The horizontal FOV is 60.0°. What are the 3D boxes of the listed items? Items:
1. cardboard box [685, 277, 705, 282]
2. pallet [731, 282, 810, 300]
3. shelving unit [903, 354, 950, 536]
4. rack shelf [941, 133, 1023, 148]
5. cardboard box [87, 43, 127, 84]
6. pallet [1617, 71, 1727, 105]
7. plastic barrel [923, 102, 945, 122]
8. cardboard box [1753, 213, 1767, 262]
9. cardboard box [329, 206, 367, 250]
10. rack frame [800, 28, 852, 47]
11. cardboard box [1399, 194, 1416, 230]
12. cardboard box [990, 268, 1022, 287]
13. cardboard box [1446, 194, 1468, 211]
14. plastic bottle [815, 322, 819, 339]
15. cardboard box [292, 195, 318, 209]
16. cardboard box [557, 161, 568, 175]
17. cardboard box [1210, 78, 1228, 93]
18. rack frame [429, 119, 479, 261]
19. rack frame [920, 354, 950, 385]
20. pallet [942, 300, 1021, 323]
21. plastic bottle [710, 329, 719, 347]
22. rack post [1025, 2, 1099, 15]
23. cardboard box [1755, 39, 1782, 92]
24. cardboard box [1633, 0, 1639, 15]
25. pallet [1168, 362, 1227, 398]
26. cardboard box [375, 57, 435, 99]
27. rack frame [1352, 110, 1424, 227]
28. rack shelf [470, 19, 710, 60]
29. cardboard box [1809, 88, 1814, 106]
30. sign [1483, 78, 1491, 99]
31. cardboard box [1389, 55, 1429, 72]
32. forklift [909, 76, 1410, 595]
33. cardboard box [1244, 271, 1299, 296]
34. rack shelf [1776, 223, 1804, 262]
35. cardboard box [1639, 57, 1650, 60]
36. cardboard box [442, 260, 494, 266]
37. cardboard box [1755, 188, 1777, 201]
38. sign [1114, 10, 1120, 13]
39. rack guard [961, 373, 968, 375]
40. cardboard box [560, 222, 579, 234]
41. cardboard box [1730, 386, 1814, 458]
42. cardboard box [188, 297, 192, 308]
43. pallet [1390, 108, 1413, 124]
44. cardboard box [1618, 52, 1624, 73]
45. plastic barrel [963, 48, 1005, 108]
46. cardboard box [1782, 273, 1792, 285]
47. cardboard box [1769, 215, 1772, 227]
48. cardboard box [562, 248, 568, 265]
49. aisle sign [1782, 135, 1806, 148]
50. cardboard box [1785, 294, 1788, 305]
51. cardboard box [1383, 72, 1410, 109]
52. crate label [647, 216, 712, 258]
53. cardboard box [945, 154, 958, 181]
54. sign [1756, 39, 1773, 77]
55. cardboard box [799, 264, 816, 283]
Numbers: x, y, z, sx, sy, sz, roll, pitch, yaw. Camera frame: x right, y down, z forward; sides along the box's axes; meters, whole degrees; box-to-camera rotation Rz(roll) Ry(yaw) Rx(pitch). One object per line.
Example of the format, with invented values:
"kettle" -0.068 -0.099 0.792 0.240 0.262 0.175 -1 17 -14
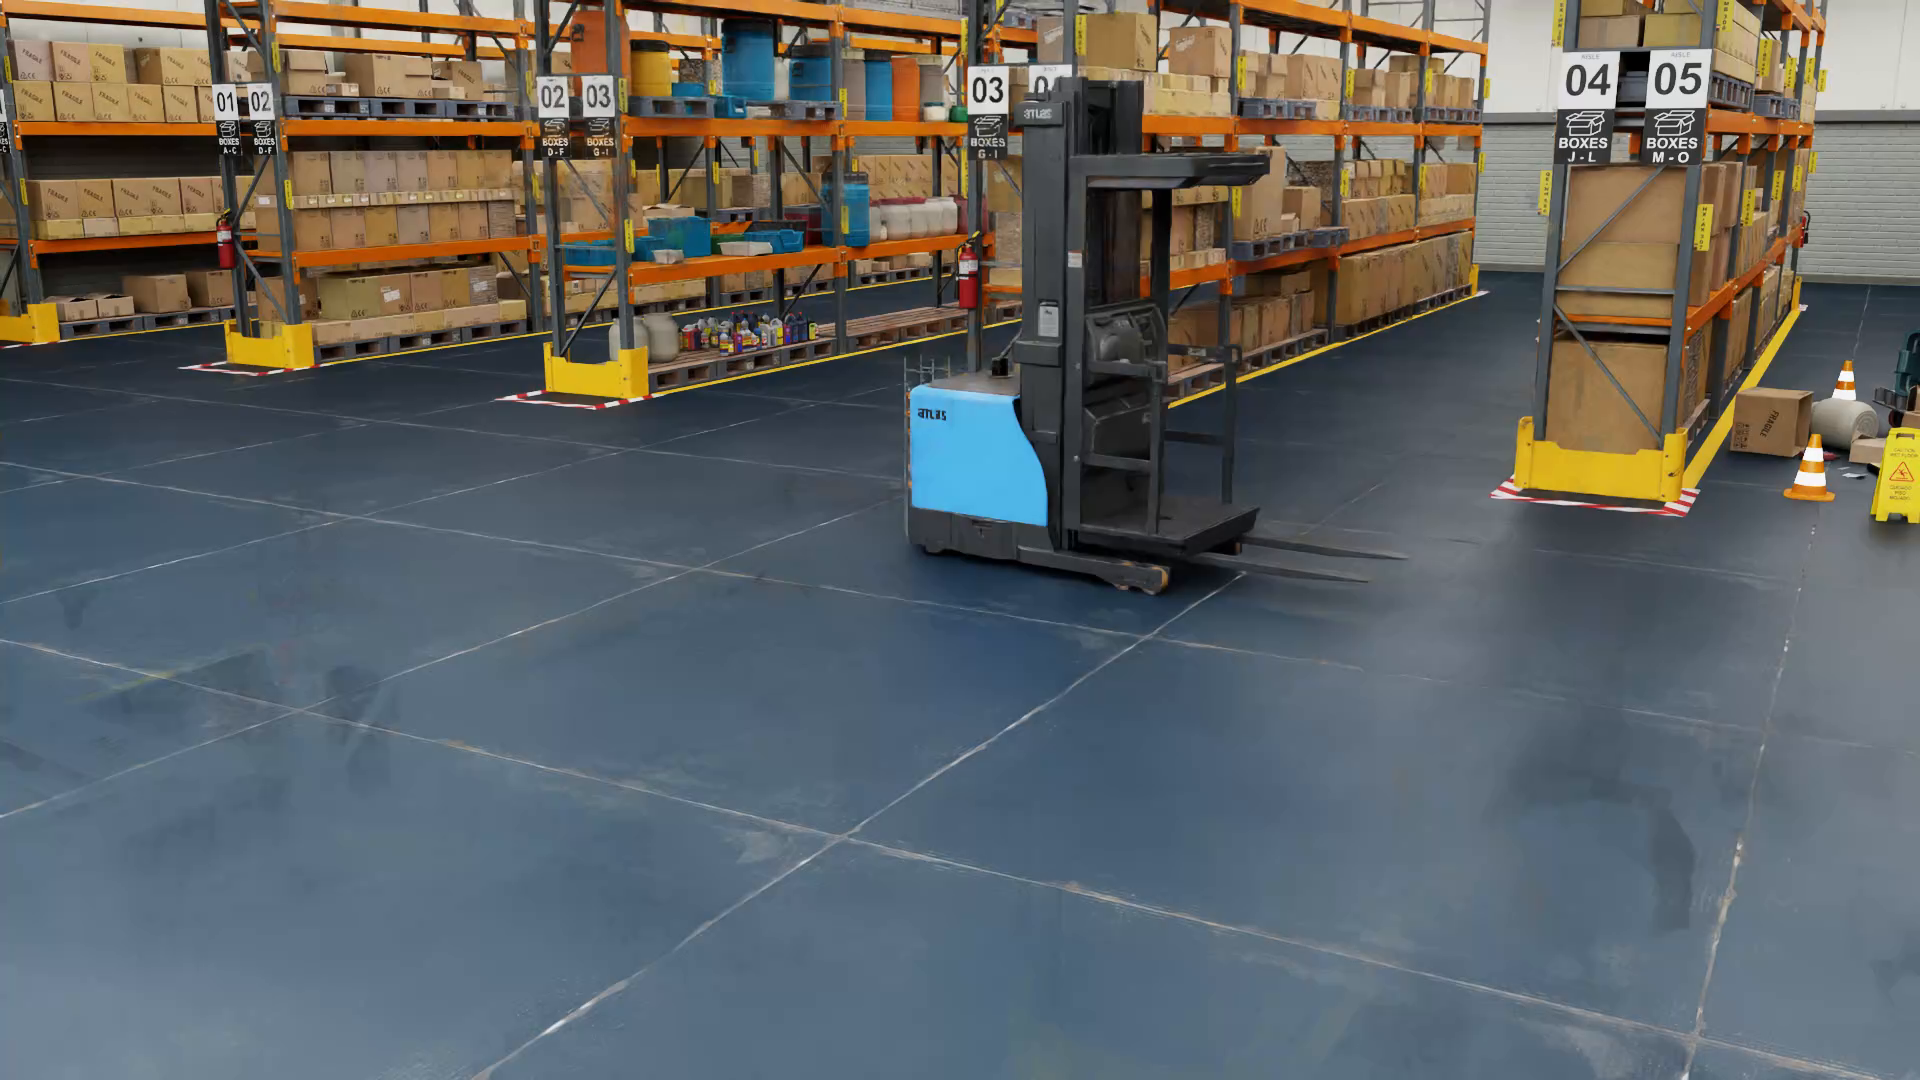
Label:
"cardboard box" -4.306 -4.190 25.787 0.500 0.311 0.500 8 16 30
"pallet" -3.283 -4.228 28.120 1.003 0.211 1.213 7 15 28
"shelving unit" -0.217 -0.616 11.028 0.258 1.200 0.189 9 16 33
"rack shelf" 1.033 -6.142 25.245 1.077 0.370 4.000 7 15 28
"cardboard box" -11.550 -6.362 22.234 0.500 0.500 0.500 8 16 30
"pallet" 5.177 -3.407 12.553 1.003 0.211 1.213 7 15 28
"plastic barrel" -0.344 -5.727 22.283 0.301 0.262 0.301 0 14 0
"cardboard box" 8.470 -3.303 18.121 0.500 0.500 0.500 7 15 28
"cardboard box" -7.649 -3.795 20.162 0.700 0.500 0.500 8 16 29
"rack frame" -2.334 -8.922 28.842 1.000 3.000 0.127 7 15 28
"cardboard box" 6.349 -4.804 24.349 0.500 0.500 0.500 7 15 28
"cardboard box" 0.492 -2.381 15.044 0.380 0.149 0.250 7 15 28
"cardboard box" 8.022 -5.542 27.305 0.500 0.250 0.500 7 15 27
"plastic bottle" -1.770 -2.546 20.228 0.097 0.201 0.097 0 14 0
"cardboard box" -7.757 -3.964 19.478 0.380 0.149 0.250 7 15 28
"cardboard box" -7.422 -6.696 29.917 0.500 0.250 0.500 7 15 27
"cardboard box" 2.564 -4.721 17.286 0.380 0.149 0.250 8 16 30
"rack frame" -8.606 -5.746 28.466 1.000 3.000 0.127 7 15 28
"rack frame" -0.166 -0.634 11.102 0.240 1.200 0.006 9 16 33
"pallet" 0.411 -3.434 24.828 1.003 0.211 1.213 7 15 28
"plastic bottle" -2.881 -2.369 19.491 0.097 0.201 0.097 0 14 0
"rack post" 1.565 -8.154 25.818 0.937 0.300 0.954 7 15 27
"cardboard box" 8.100 -4.851 17.031 0.500 0.500 0.500 7 15 28
"cardboard box" 4.940 -4.026 12.657 0.380 0.149 0.250 8 16 29
"pallet" 2.175 -1.744 17.817 1.003 0.211 1.213 7 15 28
"cardboard box" -7.108 -5.822 20.966 0.797 0.503 0.637 9 16 34
"rack frame" 6.336 -4.883 24.887 1.000 3.000 0.127 7 15 28
"rack shelf" -5.235 -7.147 23.868 1.077 0.370 4.000 7 15 28
"cardboard box" 12.067 -6.416 24.099 0.500 0.250 0.500 8 16 29
"sign" 8.738 -7.489 27.578 0.100 0.325 0.005 7 15 28
"cardboard box" 6.796 -7.199 25.172 0.500 0.250 0.500 6 15 24
"forklift" 1.179 -1.246 9.946 3.031 2.935 1.130 9 16 33
"cardboard box" 3.857 -3.175 20.596 0.500 0.250 0.500 9 16 34
"rack shelf" 11.596 -4.361 24.256 1.077 0.370 4.000 7 15 28
"cardboard box" 5.306 -3.958 13.228 0.500 0.250 0.500 7 15 28
"cardboard box" -6.700 -3.537 22.675 0.500 0.500 0.500 7 15 28
"cardboard box" 10.477 -4.512 21.718 0.380 0.149 0.250 7 15 26
"sign" 2.481 -8.196 26.276 0.100 0.325 0.005 7 15 28
"rack guard" 0.572 -1.221 15.032 1.175 0.500 0.348 7 15 28
"cardboard box" -5.594 -4.401 23.425 0.380 0.149 0.250 7 15 28
"cardboard box" 6.909 -1.010 14.151 0.500 0.500 0.500 11 17 38
"cardboard box" -11.330 -3.427 23.993 0.380 0.149 0.250 6 15 24
"pallet" 5.936 -6.054 23.754 0.805 0.209 1.217 7 15 26
"cardboard box" 4.692 -3.534 12.317 0.380 0.149 0.250 7 15 28
"plastic barrel" 0.343 -6.611 23.841 0.600 0.830 0.708 7 15 28
"cardboard box" 12.081 -3.871 24.607 0.380 0.149 0.250 8 16 30
"cardboard box" 9.983 -4.011 20.909 0.380 0.149 0.250 8 16 30
"cardboard box" -7.300 -5.395 30.701 0.750 0.750 0.750 8 16 30
"aisle sign" 12.861 -6.365 25.490 0.394 0.787 0.004 7 15 28
"cardboard box" 12.076 -3.587 24.699 0.380 0.149 0.250 7 15 26
"cardboard box" 6.064 -6.474 23.976 0.700 0.500 0.500 8 16 29
"crate label" -3.148 -3.407 18.692 0.502 0.435 0.616 7 15 28
"cardboard box" -0.375 -7.239 32.313 0.500 0.500 0.500 7 15 28
"sign" 7.248 -4.344 14.981 0.100 0.325 0.005 7 15 28
"cardboard box" -2.811 -4.668 28.389 0.500 0.500 0.500 8 16 29
